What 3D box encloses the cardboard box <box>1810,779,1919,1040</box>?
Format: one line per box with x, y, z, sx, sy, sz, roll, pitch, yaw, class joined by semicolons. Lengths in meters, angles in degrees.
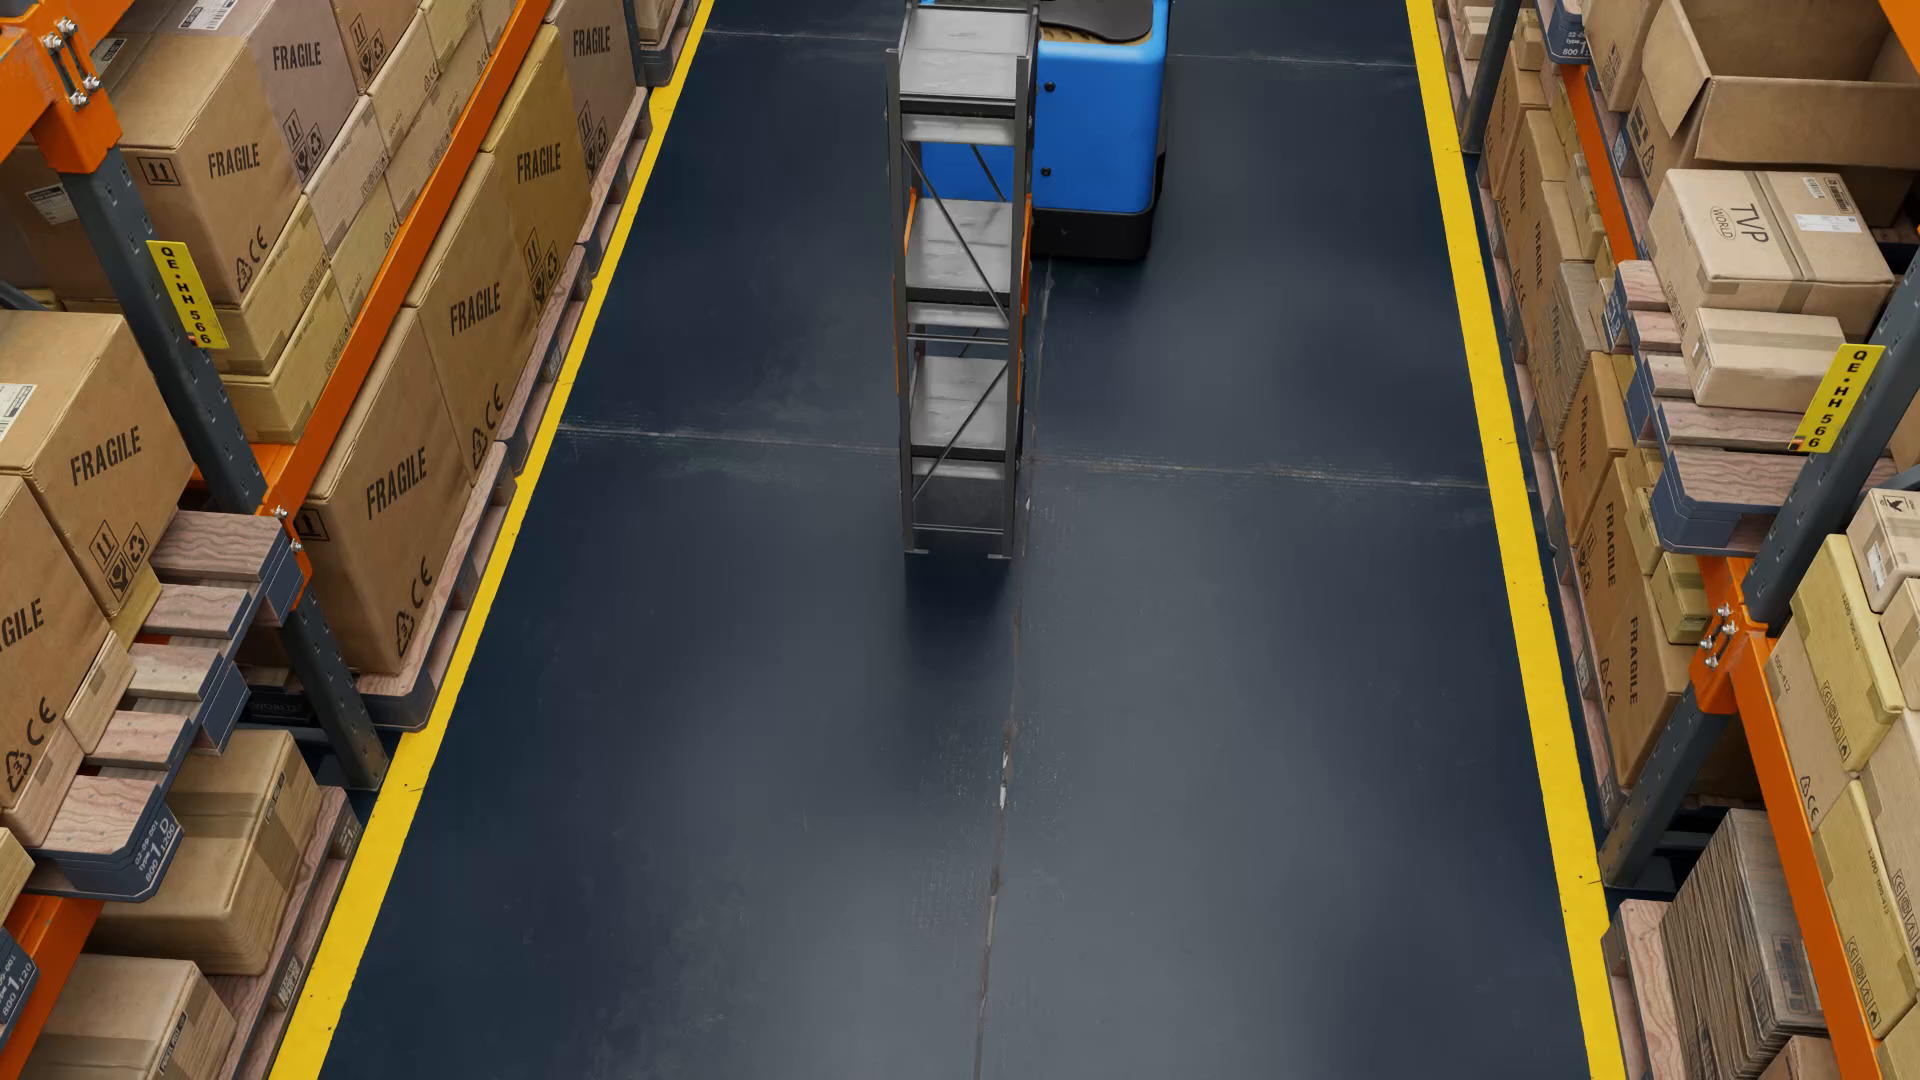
2.198;0.805;3.583;0.500;0.250;0.500;3;48;3;cardboard box

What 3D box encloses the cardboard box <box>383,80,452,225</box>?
-2.033;-1.311;5.518;0.500;0.250;0.500;5;48;5;cardboard box

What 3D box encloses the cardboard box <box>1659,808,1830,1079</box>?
2.462;1.193;4.451;0.875;0.625;0.625;5;48;5;cardboard box

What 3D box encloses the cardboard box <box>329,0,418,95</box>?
-2.025;-1.717;5.042;0.500;0.500;0.500;5;48;5;cardboard box

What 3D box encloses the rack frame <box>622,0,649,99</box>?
-2.047;-3.195;7.139;1.000;3.000;0.127;4;48;4;rack frame

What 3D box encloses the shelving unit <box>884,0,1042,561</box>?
0.015;-0.830;5.586;0.431;2.100;0.503;4;48;4;shelving unit

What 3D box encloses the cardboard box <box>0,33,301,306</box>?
-2.123;-0.973;4.362;0.500;0.500;0.500;2;48;2;cardboard box

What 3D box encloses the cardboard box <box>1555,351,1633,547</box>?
2.458;-0.300;5.901;0.500;0.500;0.500;6;48;5;cardboard box

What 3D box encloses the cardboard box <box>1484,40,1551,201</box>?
2.629;-1.822;7.293;0.500;0.500;0.500;6;48;5;cardboard box

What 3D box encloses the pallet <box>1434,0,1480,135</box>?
2.960;-2.427;8.327;1.003;0.211;1.213;4;48;4;pallet

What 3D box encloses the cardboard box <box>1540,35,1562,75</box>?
2.623;-2.041;6.853;0.380;0.149;0.250;2;48;2;cardboard box

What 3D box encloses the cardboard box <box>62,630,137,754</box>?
-2.138;0.334;3.797;0.380;0.149;0.250;4;48;3;cardboard box

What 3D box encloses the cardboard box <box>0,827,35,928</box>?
-2.180;0.722;3.443;0.380;0.149;0.250;5;48;4;cardboard box

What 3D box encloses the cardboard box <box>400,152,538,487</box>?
-2.180;-0.837;6.138;0.875;0.875;0.875;4;48;4;cardboard box

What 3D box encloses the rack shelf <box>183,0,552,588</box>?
-2.229;-1.483;6.061;1.077;0.370;4.000;4;48;4;rack shelf

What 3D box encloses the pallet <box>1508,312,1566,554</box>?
2.752;-0.424;6.494;1.003;0.211;1.213;4;48;4;pallet

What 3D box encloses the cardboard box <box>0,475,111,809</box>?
-2.212;0.202;3.479;0.500;0.500;0.500;3;48;3;cardboard box

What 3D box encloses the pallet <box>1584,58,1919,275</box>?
2.705;-1.289;5.526;1.003;0.211;1.213;4;48;4;pallet

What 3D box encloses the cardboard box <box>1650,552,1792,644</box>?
2.325;0.178;5.024;0.380;0.149;0.250;2;48;2;cardboard box

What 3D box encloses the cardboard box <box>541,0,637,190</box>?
-2.024;-2.159;7.347;0.875;0.875;0.875;5;48;5;cardboard box

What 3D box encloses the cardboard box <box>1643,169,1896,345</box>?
2.306;-0.813;4.778;0.500;0.250;0.500;2;48;2;cardboard box

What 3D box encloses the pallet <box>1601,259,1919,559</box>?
2.524;-0.363;4.679;1.213;0.211;1.003;4;48;4;pallet

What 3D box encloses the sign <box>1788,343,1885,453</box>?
1.991;-0.318;3.777;0.100;0.325;0.005;4;48;4;sign

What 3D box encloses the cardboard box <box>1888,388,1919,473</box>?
2.735;-0.468;4.293;0.500;0.500;0.500;6;48;5;cardboard box

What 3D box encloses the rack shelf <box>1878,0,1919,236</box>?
2.714;-2.164;4.651;1.077;0.370;4.000;4;48;4;rack shelf

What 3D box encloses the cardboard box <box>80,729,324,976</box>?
-2.473;0.904;4.887;0.950;0.372;0.625;1;48;1;cardboard box

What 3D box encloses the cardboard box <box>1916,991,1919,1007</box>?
2.136;1.018;3.049;0.500;0.250;0.500;3;48;3;cardboard box

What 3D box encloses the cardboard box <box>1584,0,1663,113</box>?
2.511;-1.742;5.458;0.700;0.500;0.500;4;48;3;cardboard box

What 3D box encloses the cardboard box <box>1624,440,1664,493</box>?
2.387;-0.215;5.383;0.380;0.149;0.250;2;48;2;cardboard box

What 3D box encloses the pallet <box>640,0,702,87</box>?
-1.899;-2.807;8.675;1.003;0.211;1.213;4;48;4;pallet

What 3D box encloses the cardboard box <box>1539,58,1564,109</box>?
2.651;-1.927;6.949;0.380;0.149;0.250;3;48;2;cardboard box

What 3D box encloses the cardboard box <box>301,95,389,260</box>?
-2.071;-1.109;4.995;0.500;0.250;0.500;5;48;4;cardboard box

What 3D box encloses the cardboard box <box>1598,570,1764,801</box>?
2.357;0.452;5.213;0.500;0.500;0.500;5;48;5;cardboard box

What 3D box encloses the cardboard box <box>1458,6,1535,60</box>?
2.655;-2.473;8.126;0.380;0.149;0.250;3;48;2;cardboard box

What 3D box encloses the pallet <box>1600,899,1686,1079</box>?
2.418;1.619;4.626;1.003;0.211;1.213;4;48;4;pallet

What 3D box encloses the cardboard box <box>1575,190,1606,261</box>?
2.542;-1.171;6.259;0.380;0.149;0.250;5;48;5;cardboard box

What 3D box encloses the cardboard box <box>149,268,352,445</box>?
-2.116;-0.548;4.820;0.500;0.250;0.500;3;48;3;cardboard box

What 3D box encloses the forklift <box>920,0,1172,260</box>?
0.471;-3.310;7.291;1.130;2.935;3.031;5;48;4;forklift

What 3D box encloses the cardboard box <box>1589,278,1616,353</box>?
2.474;-0.794;5.913;0.380;0.149;0.250;2;48;2;cardboard box

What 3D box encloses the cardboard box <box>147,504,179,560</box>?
-2.207;-0.056;4.154;0.380;0.149;0.250;5;48;5;cardboard box

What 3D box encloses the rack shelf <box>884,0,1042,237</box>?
0.015;-1.294;5.080;0.431;0.518;0.480;4;48;4;rack shelf

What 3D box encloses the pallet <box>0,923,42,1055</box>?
-2.551;1.267;3.189;1.003;0.211;1.213;4;48;4;pallet

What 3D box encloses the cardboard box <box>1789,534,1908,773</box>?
2.224;0.265;3.737;0.500;0.250;0.500;4;48;3;cardboard box

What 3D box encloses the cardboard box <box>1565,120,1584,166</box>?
2.627;-1.535;6.591;0.380;0.149;0.250;3;48;3;cardboard box

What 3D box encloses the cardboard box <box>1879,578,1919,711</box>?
2.187;0.233;3.496;0.380;0.149;0.250;5;48;4;cardboard box

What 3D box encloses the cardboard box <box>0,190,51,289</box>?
-2.625;-1.024;4.409;0.500;0.500;0.500;3;48;2;cardboard box

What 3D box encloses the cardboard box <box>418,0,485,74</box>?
-1.954;-1.846;5.669;0.500;0.250;0.500;5;48;4;cardboard box

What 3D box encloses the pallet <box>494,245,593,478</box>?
-2.151;-0.783;6.823;1.003;0.211;1.213;4;48;4;pallet

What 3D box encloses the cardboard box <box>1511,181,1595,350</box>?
2.540;-1.063;6.599;0.500;0.500;0.500;3;48;2;cardboard box

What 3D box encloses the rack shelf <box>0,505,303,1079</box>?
-2.594;1.457;3.372;1.077;0.370;4.000;4;48;4;rack shelf

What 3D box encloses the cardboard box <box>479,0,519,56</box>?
-1.949;-2.054;6.198;0.500;0.250;0.500;3;48;2;cardboard box

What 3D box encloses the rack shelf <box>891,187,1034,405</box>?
0.015;-0.821;5.597;0.431;0.518;0.480;4;48;4;rack shelf

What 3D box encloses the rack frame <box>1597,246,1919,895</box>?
2.532;0.075;4.148;1.000;3.000;0.127;4;48;4;rack frame

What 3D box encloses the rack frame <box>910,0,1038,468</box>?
0.037;-1.010;5.750;0.400;2.100;0.015;4;48;4;rack frame
